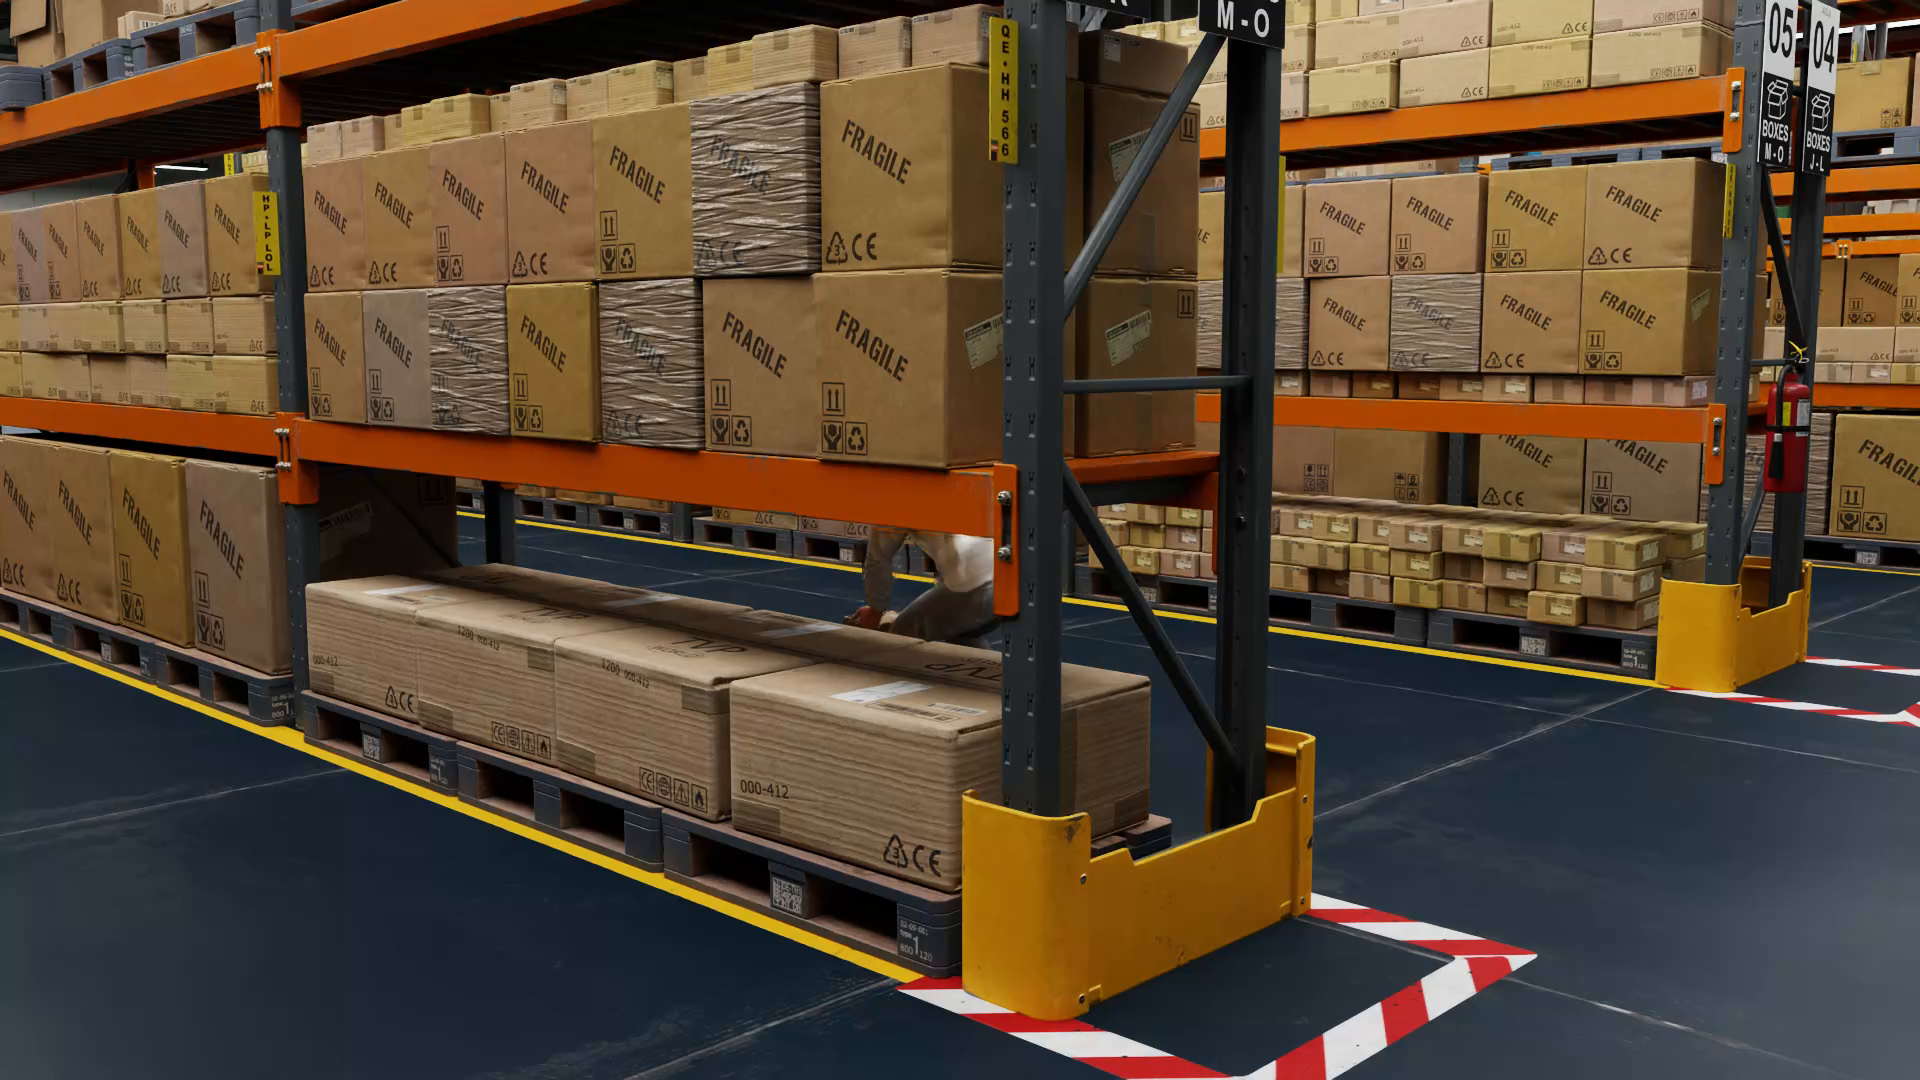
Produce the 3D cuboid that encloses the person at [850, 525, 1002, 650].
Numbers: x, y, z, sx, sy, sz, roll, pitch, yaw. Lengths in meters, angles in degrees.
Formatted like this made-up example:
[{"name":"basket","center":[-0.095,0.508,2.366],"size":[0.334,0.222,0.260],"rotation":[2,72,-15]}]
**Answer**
[{"name":"person","center":[-0.078,0.173,6.794],"size":[0.829,1.276,0.583],"rotation":[6,10,43]}]
